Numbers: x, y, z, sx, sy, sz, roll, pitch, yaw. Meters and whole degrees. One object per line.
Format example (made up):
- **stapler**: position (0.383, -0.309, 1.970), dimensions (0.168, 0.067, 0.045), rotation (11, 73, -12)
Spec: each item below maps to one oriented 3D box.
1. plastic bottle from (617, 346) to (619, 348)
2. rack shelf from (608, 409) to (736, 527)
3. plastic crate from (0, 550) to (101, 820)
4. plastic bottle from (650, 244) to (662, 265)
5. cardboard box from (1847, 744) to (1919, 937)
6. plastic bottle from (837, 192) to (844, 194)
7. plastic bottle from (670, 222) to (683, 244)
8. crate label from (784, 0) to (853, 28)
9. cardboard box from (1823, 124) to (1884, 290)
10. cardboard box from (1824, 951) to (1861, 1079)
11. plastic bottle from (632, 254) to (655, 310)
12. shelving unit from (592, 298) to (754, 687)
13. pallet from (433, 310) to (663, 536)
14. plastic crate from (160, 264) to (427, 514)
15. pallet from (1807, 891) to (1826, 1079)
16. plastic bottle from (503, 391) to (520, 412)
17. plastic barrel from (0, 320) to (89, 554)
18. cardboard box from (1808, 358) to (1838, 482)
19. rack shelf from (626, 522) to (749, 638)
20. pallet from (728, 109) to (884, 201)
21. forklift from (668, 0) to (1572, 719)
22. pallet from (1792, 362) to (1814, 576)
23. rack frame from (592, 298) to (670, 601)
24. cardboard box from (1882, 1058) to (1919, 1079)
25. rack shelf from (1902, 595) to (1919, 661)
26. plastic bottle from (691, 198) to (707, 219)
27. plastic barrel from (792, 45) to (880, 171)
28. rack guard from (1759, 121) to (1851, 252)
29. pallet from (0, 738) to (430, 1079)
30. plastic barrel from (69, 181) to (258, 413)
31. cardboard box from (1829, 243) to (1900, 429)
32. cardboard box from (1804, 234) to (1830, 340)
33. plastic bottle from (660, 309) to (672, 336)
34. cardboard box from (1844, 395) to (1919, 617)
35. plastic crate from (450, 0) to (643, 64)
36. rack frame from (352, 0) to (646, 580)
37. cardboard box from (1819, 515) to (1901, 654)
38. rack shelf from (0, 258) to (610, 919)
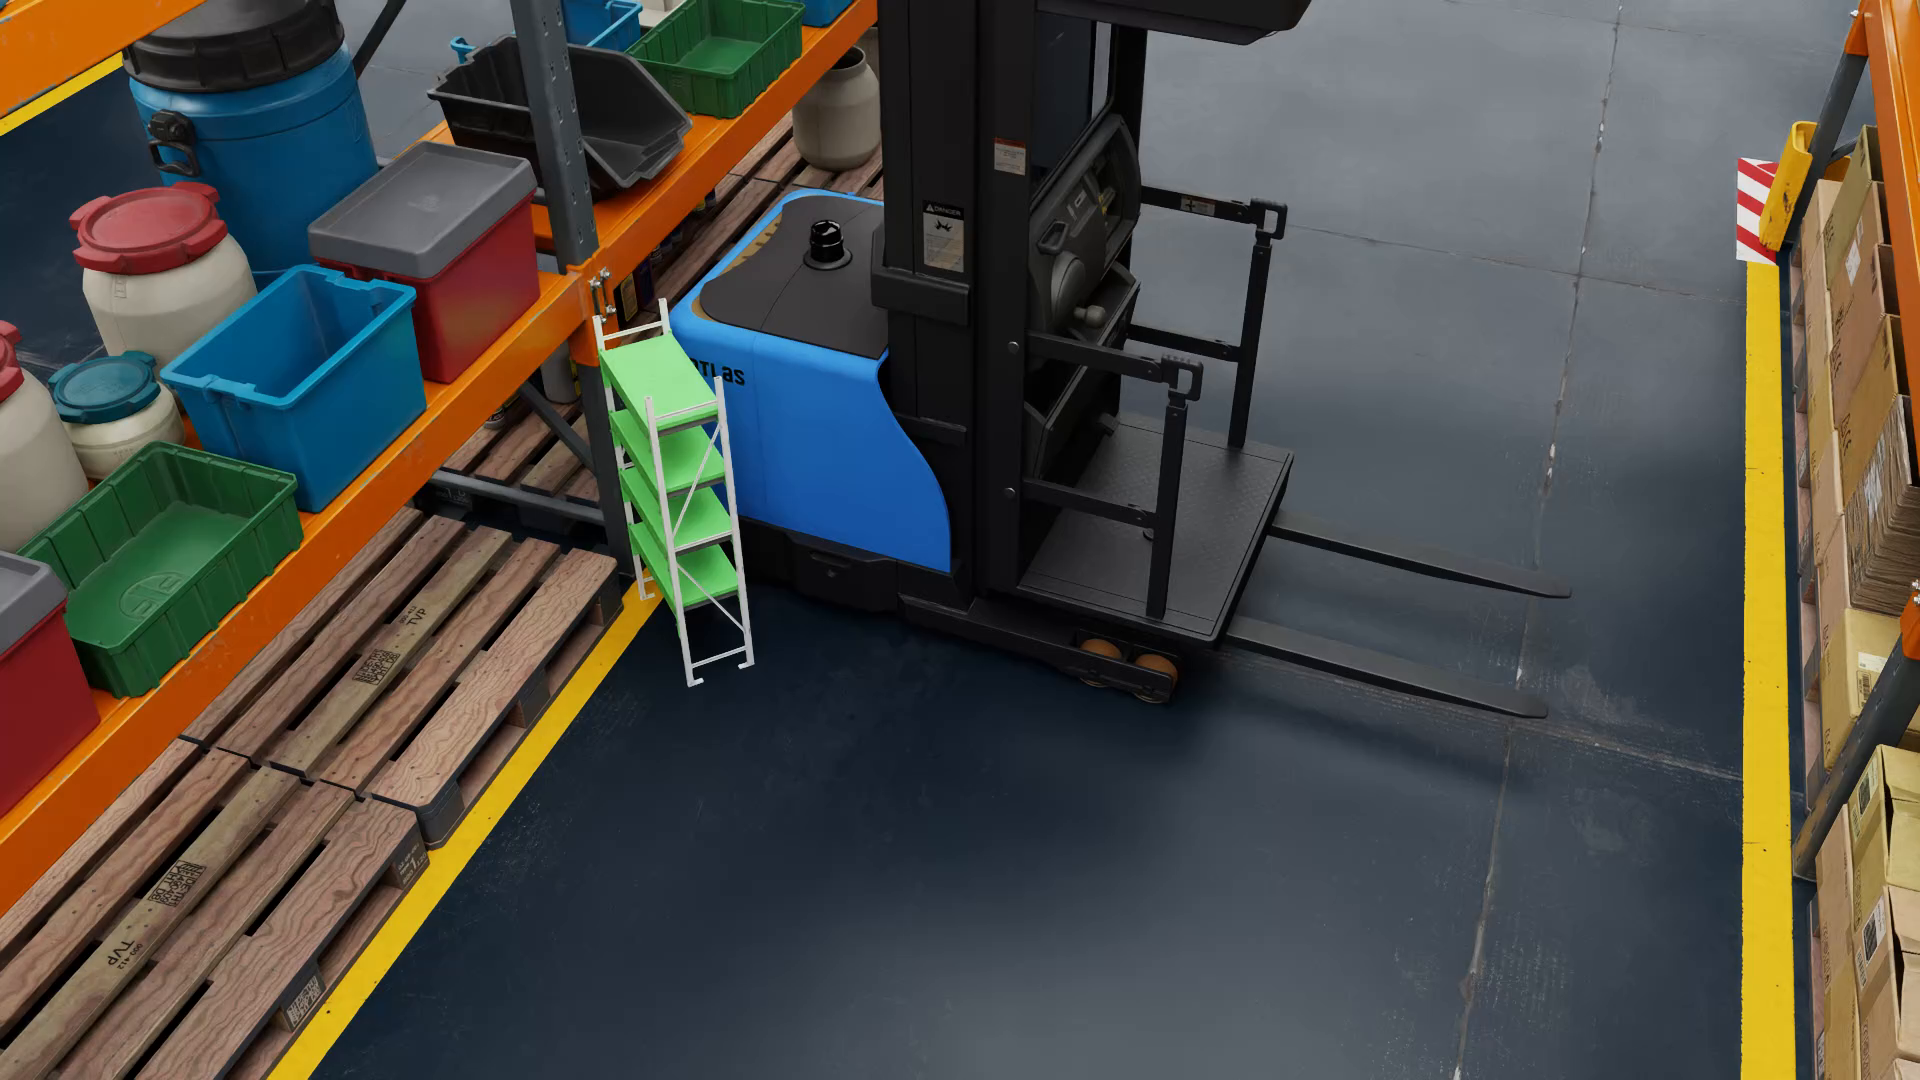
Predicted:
- **plastic bottle**: position (-1.476, -0.830, 6.671), dimensions (0.152, 0.276, 0.135), rotation (13, 42, 15)
- **rack shelf**: position (-0.933, -0.270, 5.370), dimensions (0.258, 0.148, 0.480), rotation (-19, 44, -21)
- **plastic crate**: position (-2.166, 0.355, 3.473), dimensions (0.402, 0.464, 0.583), rotation (13, 42, 15)
- **plastic bottle**: position (-1.369, -1.318, 7.301), dimensions (0.097, 0.201, 0.097), rotation (0, 40, 0)
- **cardboard box**: position (2.640, 0.829, 4.330), dimensions (0.500, 0.311, 0.500), rotation (13, 42, 15)
- **plastic bottle**: position (-0.509, -1.423, 7.361), dimensions (0.061, 0.283, 0.133), rotation (14, 43, 16)
- **plastic bottle**: position (-1.301, -1.466, 7.420), dimensions (0.097, 0.271, 0.097), rotation (0, 40, 0)
- **crate label**: position (-0.646, -2.413, 6.740), dimensions (0.502, 0.435, 0.616), rotation (13, 42, 15)
- **cardboard box**: position (3.821, -1.296, 6.676), dimensions (0.500, 0.500, 0.500), rotation (13, 42, 15)
- **cardboard box**: position (2.468, 1.348, 4.154), dimensions (0.500, 0.250, 0.500), rotation (14, 43, 16)
- **plastic bottle**: position (-1.353, -1.122, 7.008), dimensions (0.061, 0.283, 0.133), rotation (13, 42, 15)
- **shelving unit**: position (-0.933, -0.136, 5.485), dimensions (0.258, 1.200, 0.503), rotation (-19, 44, -21)
- **pallet**: position (-1.369, -0.482, 6.652), dimensions (1.003, 0.211, 1.213), rotation (13, 42, 15)
- **plastic crate**: position (-1.723, -0.395, 4.414), dimensions (0.392, 0.384, 0.575), rotation (13, 42, 15)
- **pallet**: position (2.800, 1.478, 4.355), dimensions (1.003, 0.211, 1.213), rotation (13, 42, 15)
- **plastic bottle**: position (-1.784, -0.643, 6.447), dimensions (0.061, 0.283, 0.133), rotation (15, 43, 17)
- **plastic barrel**: position (-2.422, -0.212, 4.082), dimensions (0.433, 0.535, 0.433), rotation (0, 40, 0)
- **cardboard box**: position (3.476, -0.402, 6.205), dimensions (0.500, 0.250, 0.500), rotation (13, 42, 15)
- **rack shelf**: position (-0.933, 0.095, 5.682), dimensions (0.258, 0.148, 0.480), rotation (-19, 44, -21)
- **pallet**: position (-0.535, -1.970, 8.397), dimensions (1.003, 0.211, 1.213), rotation (13, 42, 15)
- **forklift**: position (0.579, -0.960, 5.117), dimensions (3.031, 2.935, 1.130), rotation (15, 43, 17)
- **pallet**: position (3.742, -0.202, 6.324), dimensions (1.003, 0.211, 1.213), rotation (13, 42, 15)
- **rack frame**: position (-1.046, -0.276, 5.649), dimensions (0.240, 1.200, 0.015), rotation (-19, 44, -21)
- **cardboard box**: position (2.288, 1.449, 3.603), dimensions (0.500, 0.311, 0.500), rotation (12, 42, 14)
- **rack shelf**: position (2.331, 1.453, 2.790), dimensions (1.077, 0.370, 4.000), rotation (13, 42, 15)
- **plastic bottle**: position (-1.219, -1.585, 7.614), dimensions (0.097, 0.201, 0.097), rotation (0, 40, 0)
- **plastic barrel**: position (-0.595, -2.071, 7.960), dimensions (0.421, 0.512, 0.421), rotation (0, 40, 0)
- **rack guard**: position (4.391, -1.544, 7.675), dimensions (1.175, 0.500, 0.348), rotation (13, 42, 15)
- **pallet**: position (-2.286, 1.153, 4.736), dimensions (1.003, 0.211, 1.213), rotation (13, 42, 15)
- **plastic barrel**: position (-2.172, -0.659, 4.607), dimensions (0.433, 0.535, 0.433), rotation (0, 40, 0)
- **cardboard box**: position (3.475, -0.687, 5.962), dimensions (0.500, 0.500, 0.500), rotation (13, 42, 15)
- **cardboard box**: position (3.823, -1.011, 6.919), dimensions (0.500, 0.250, 0.500), rotation (13, 42, 15)
- **plastic bottle**: position (-1.108, -0.734, 6.502), dimensions (0.144, 0.351, 0.185), rotation (13, 42, 15)
- **cardboard box**: position (3.150, -0.074, 5.242), dimensions (0.500, 0.500, 0.500), rotation (13, 42, 15)
- **plastic crate**: position (-1.515, -1.821, 6.188), dimensions (0.499, 0.251, 0.616), rotation (13, 42, 15)
- **rack frame**: position (-1.638, -1.142, 5.278), dimensions (1.000, 3.000, 0.127), rotation (13, 42, 15)
- **cardboard box**: position (3.149, 0.211, 5.486), dimensions (0.500, 0.250, 0.500), rotation (13, 42, 15)
- **rack shelf**: position (-2.322, 0.351, 4.082), dimensions (1.077, 0.370, 4.000), rotation (13, 42, 15)
